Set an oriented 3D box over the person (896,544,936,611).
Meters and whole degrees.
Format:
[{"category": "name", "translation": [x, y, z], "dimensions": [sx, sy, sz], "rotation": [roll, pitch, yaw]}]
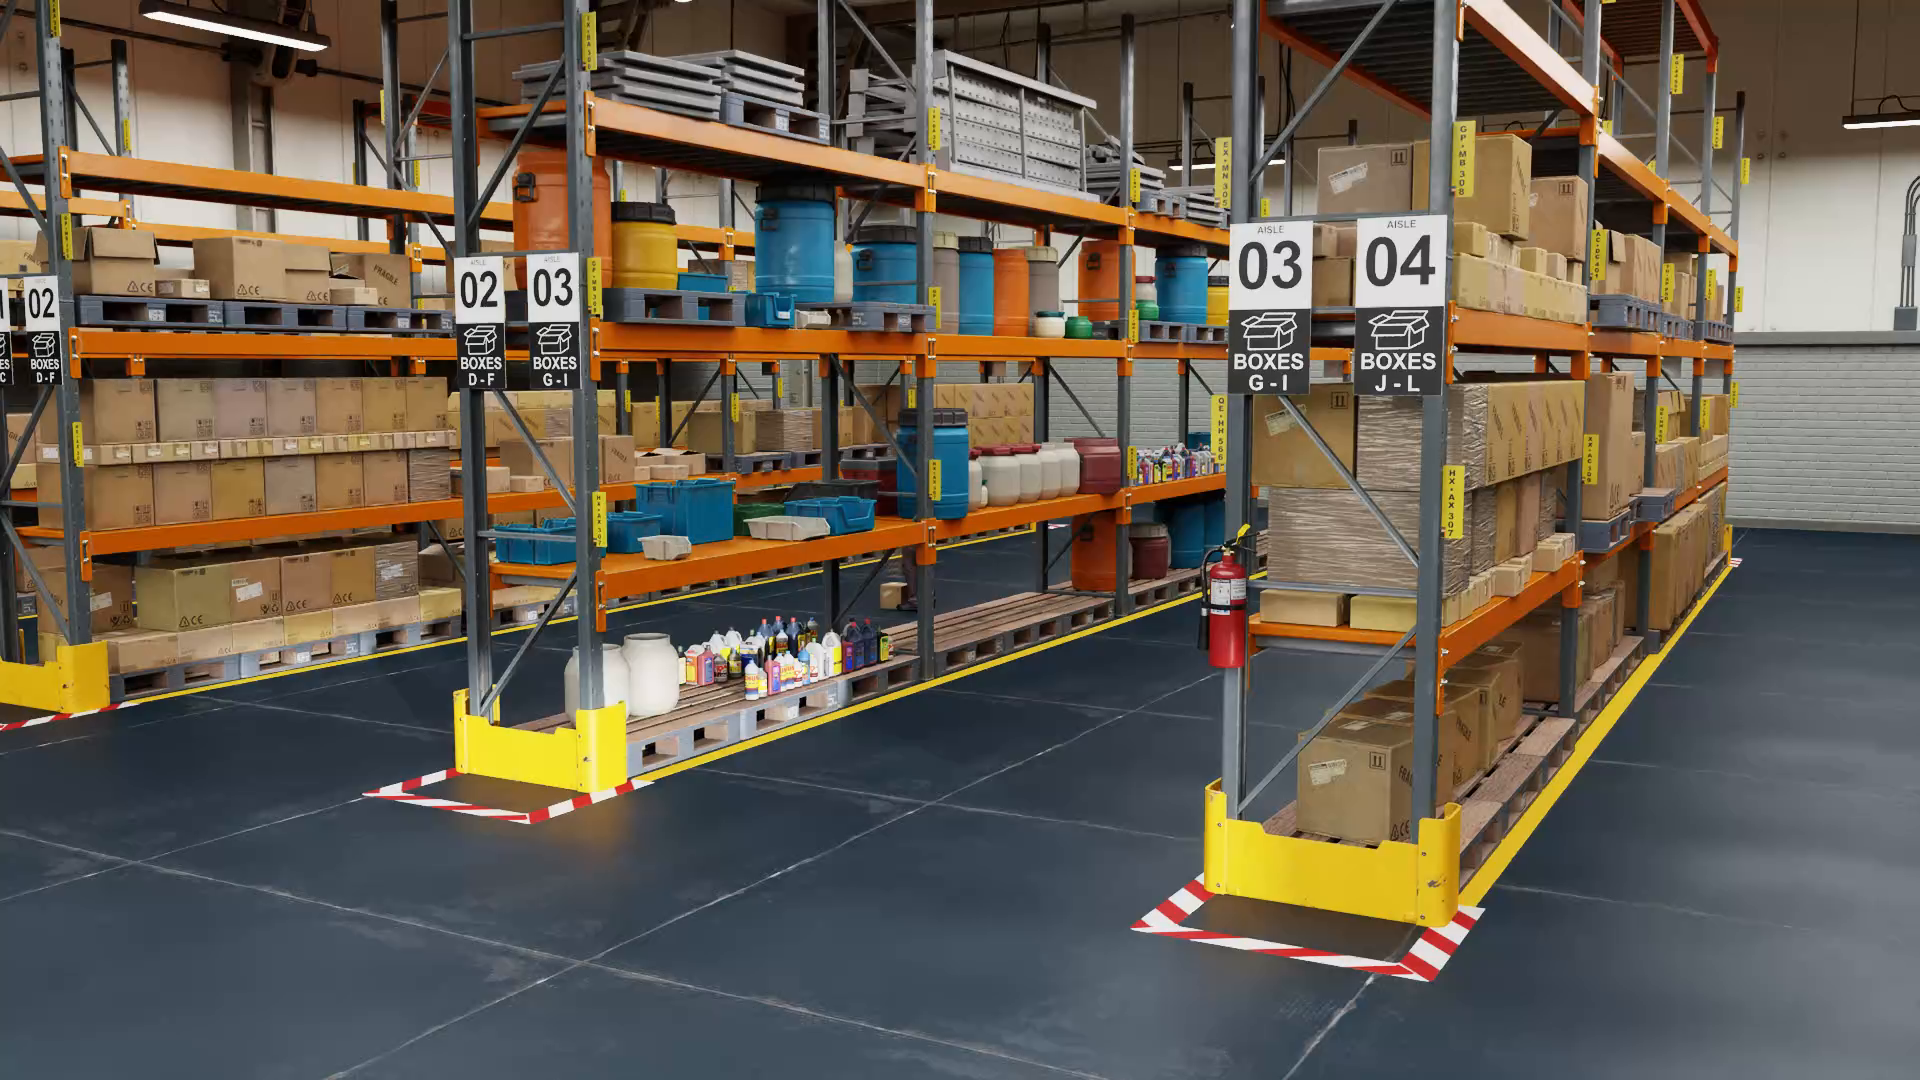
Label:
[{"category": "person", "translation": [-0.429, -0.124, 17.441], "dimensions": [0.411, 1.722, 0.593], "rotation": [3, 7, 26]}]
